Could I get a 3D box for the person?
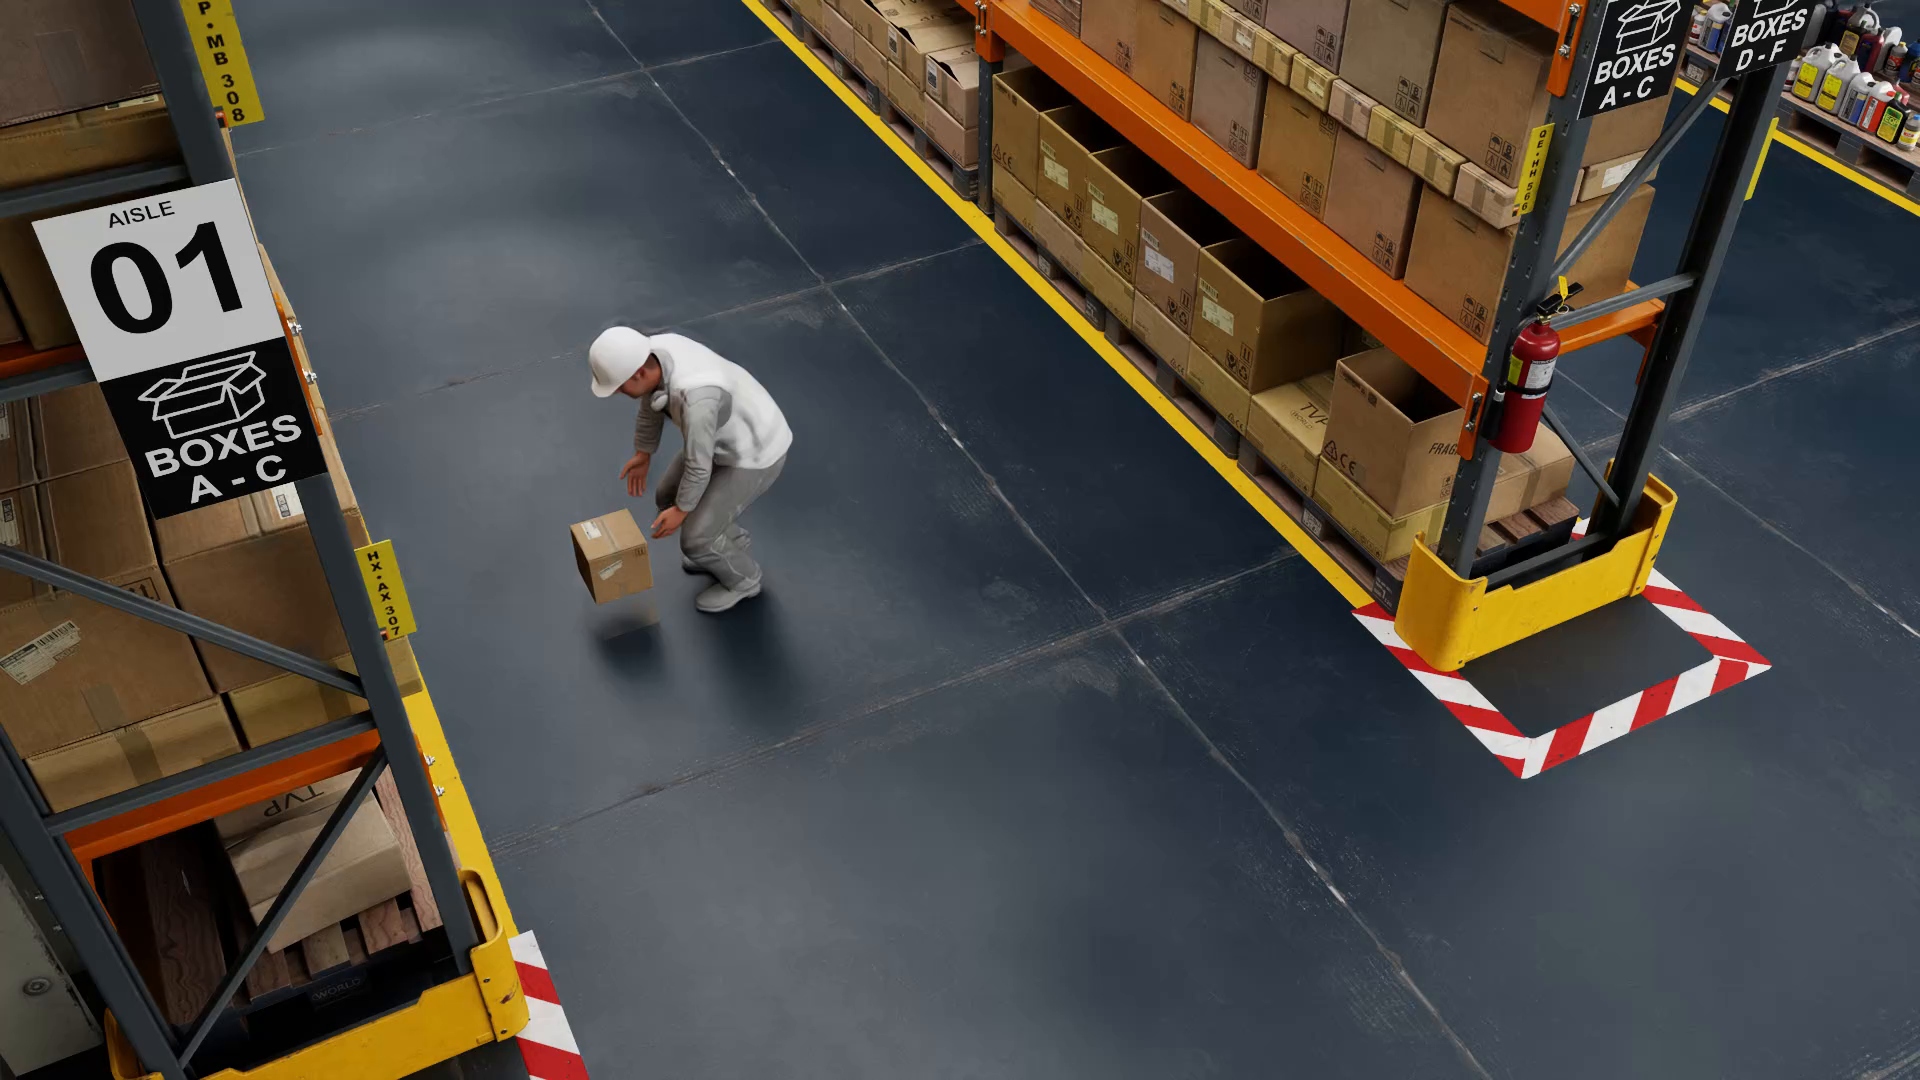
[{"bbox_3d":[-1.062,-0.328,6.787,0.768,1.422,0.592,-19,44,-20],"label":"person"}]
